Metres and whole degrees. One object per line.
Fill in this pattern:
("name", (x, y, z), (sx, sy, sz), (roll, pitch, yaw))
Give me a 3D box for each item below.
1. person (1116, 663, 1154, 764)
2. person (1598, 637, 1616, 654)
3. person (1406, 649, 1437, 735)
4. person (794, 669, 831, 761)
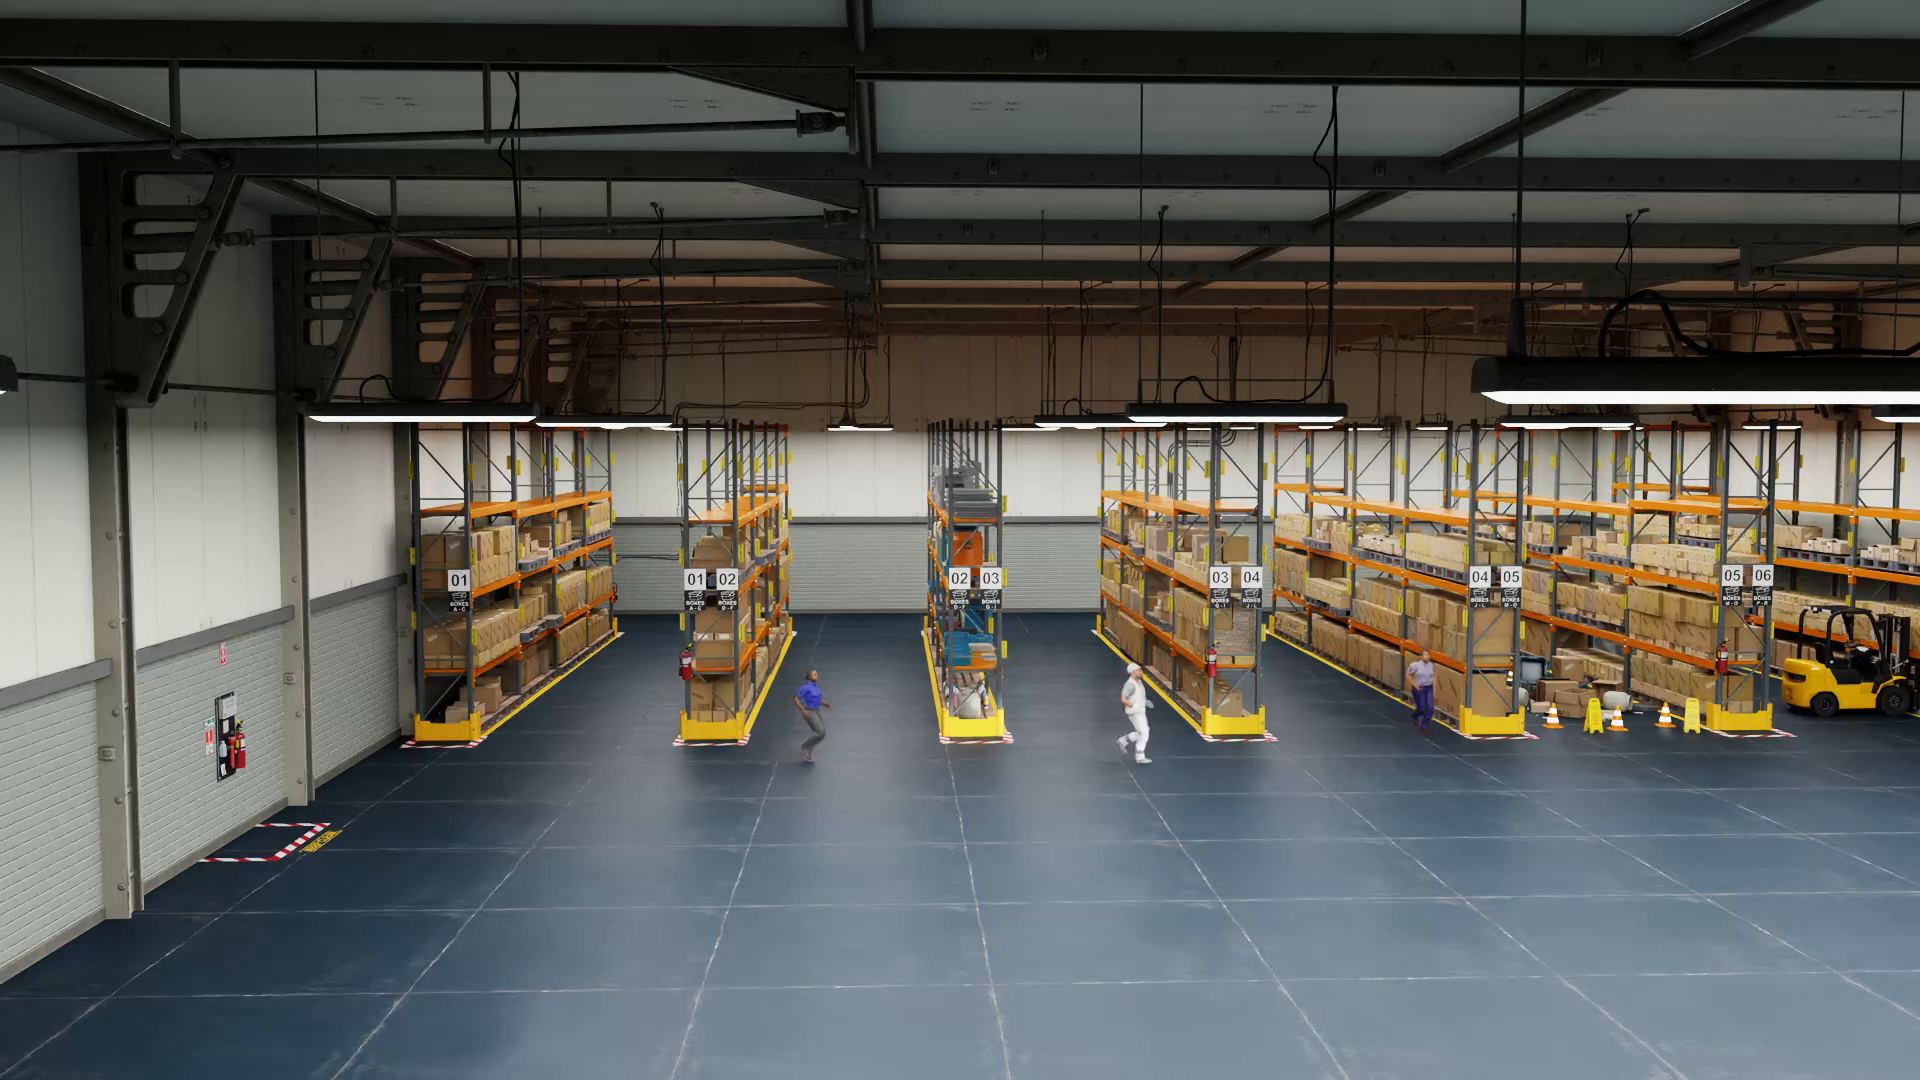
("person", (3.015, 3.002, 28.892), (0.690, 1.741, 0.658), (2, 4, 25))
("person", (16.362, 2.176, 41.909), (0.704, 1.721, 0.555), (0, 4, -1))
("person", (8.850, 2.900, 31.818), (0.638, 1.627, 0.532), (-1, 4, -12))
("person", (-2.525, 3.053, 28.981), (0.574, 1.614, 0.566), (1, 4, 20))
